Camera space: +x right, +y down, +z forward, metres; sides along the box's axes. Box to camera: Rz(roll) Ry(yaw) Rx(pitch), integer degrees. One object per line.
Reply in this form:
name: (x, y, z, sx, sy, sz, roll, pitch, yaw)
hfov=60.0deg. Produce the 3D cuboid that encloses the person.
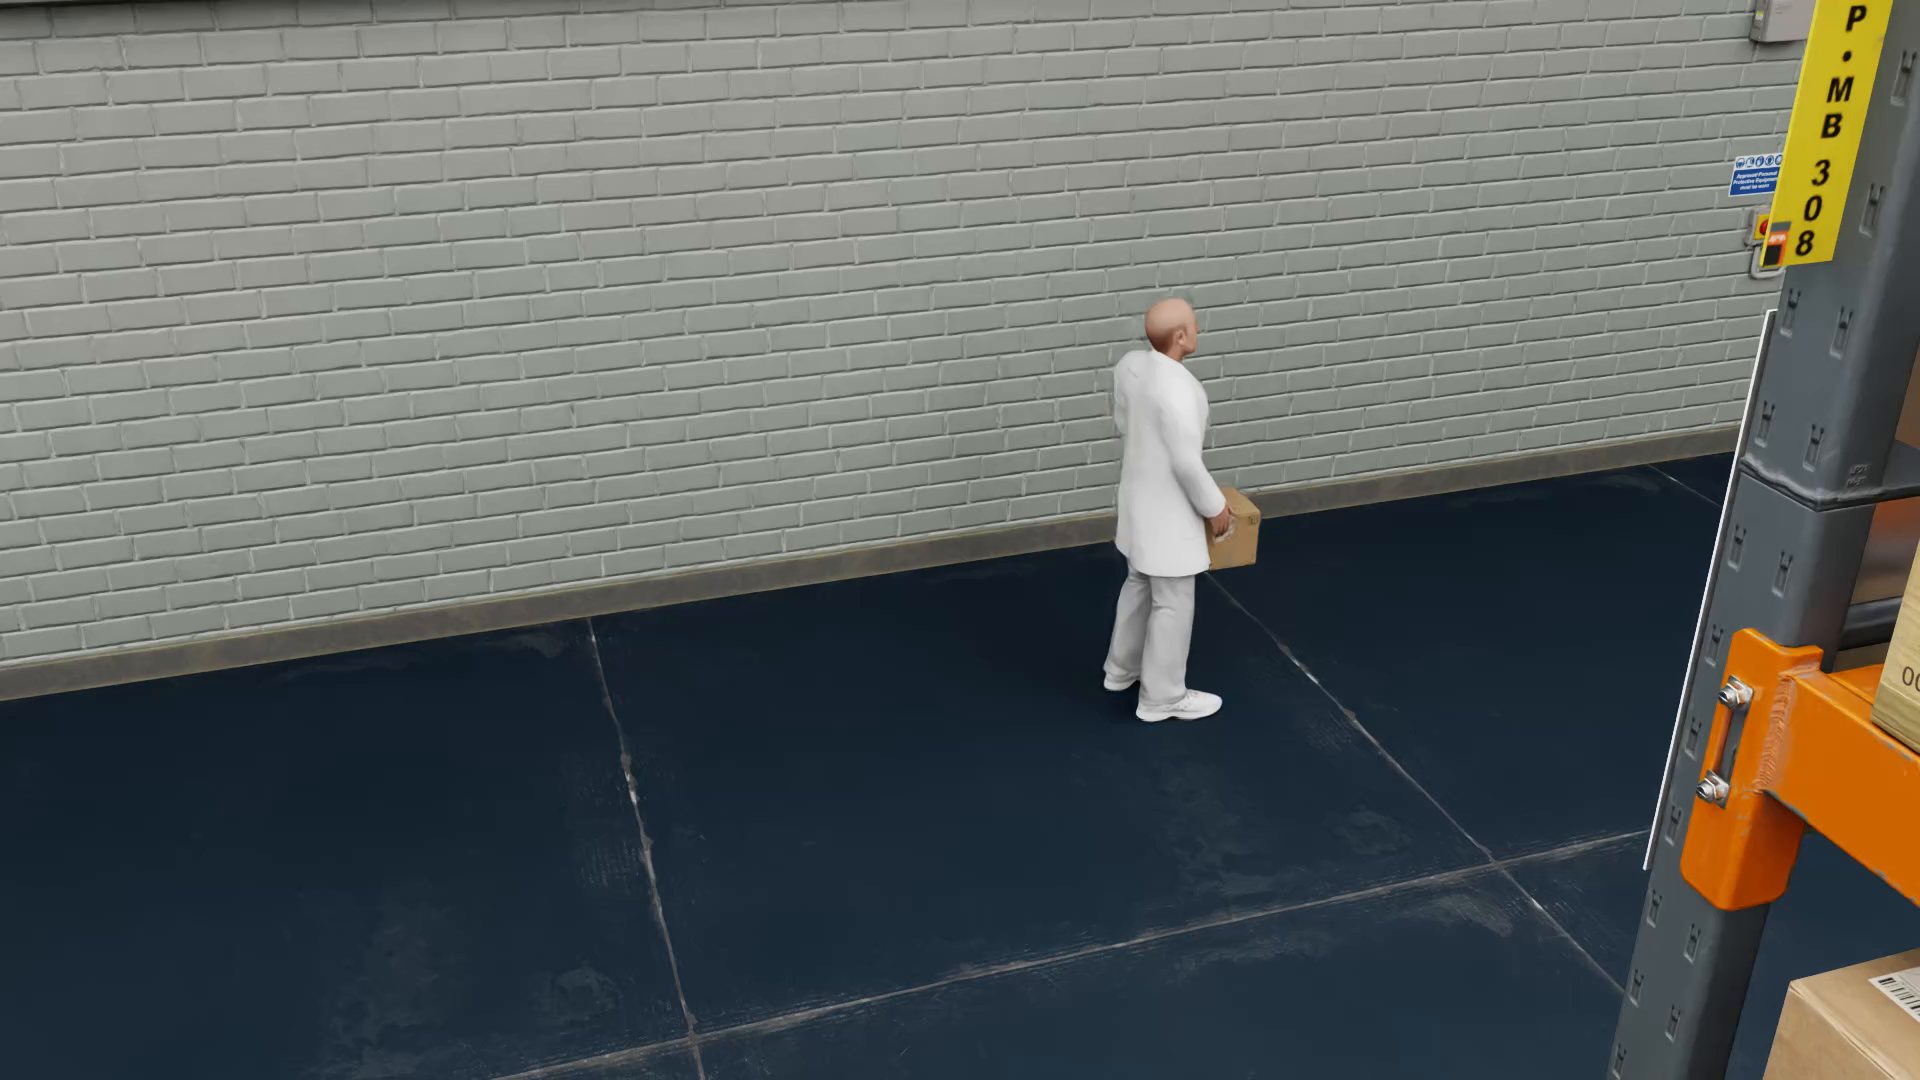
person: (0.865, -0.144, 6.916, 0.436, 1.779, 0.651, -8, 27, -16)
